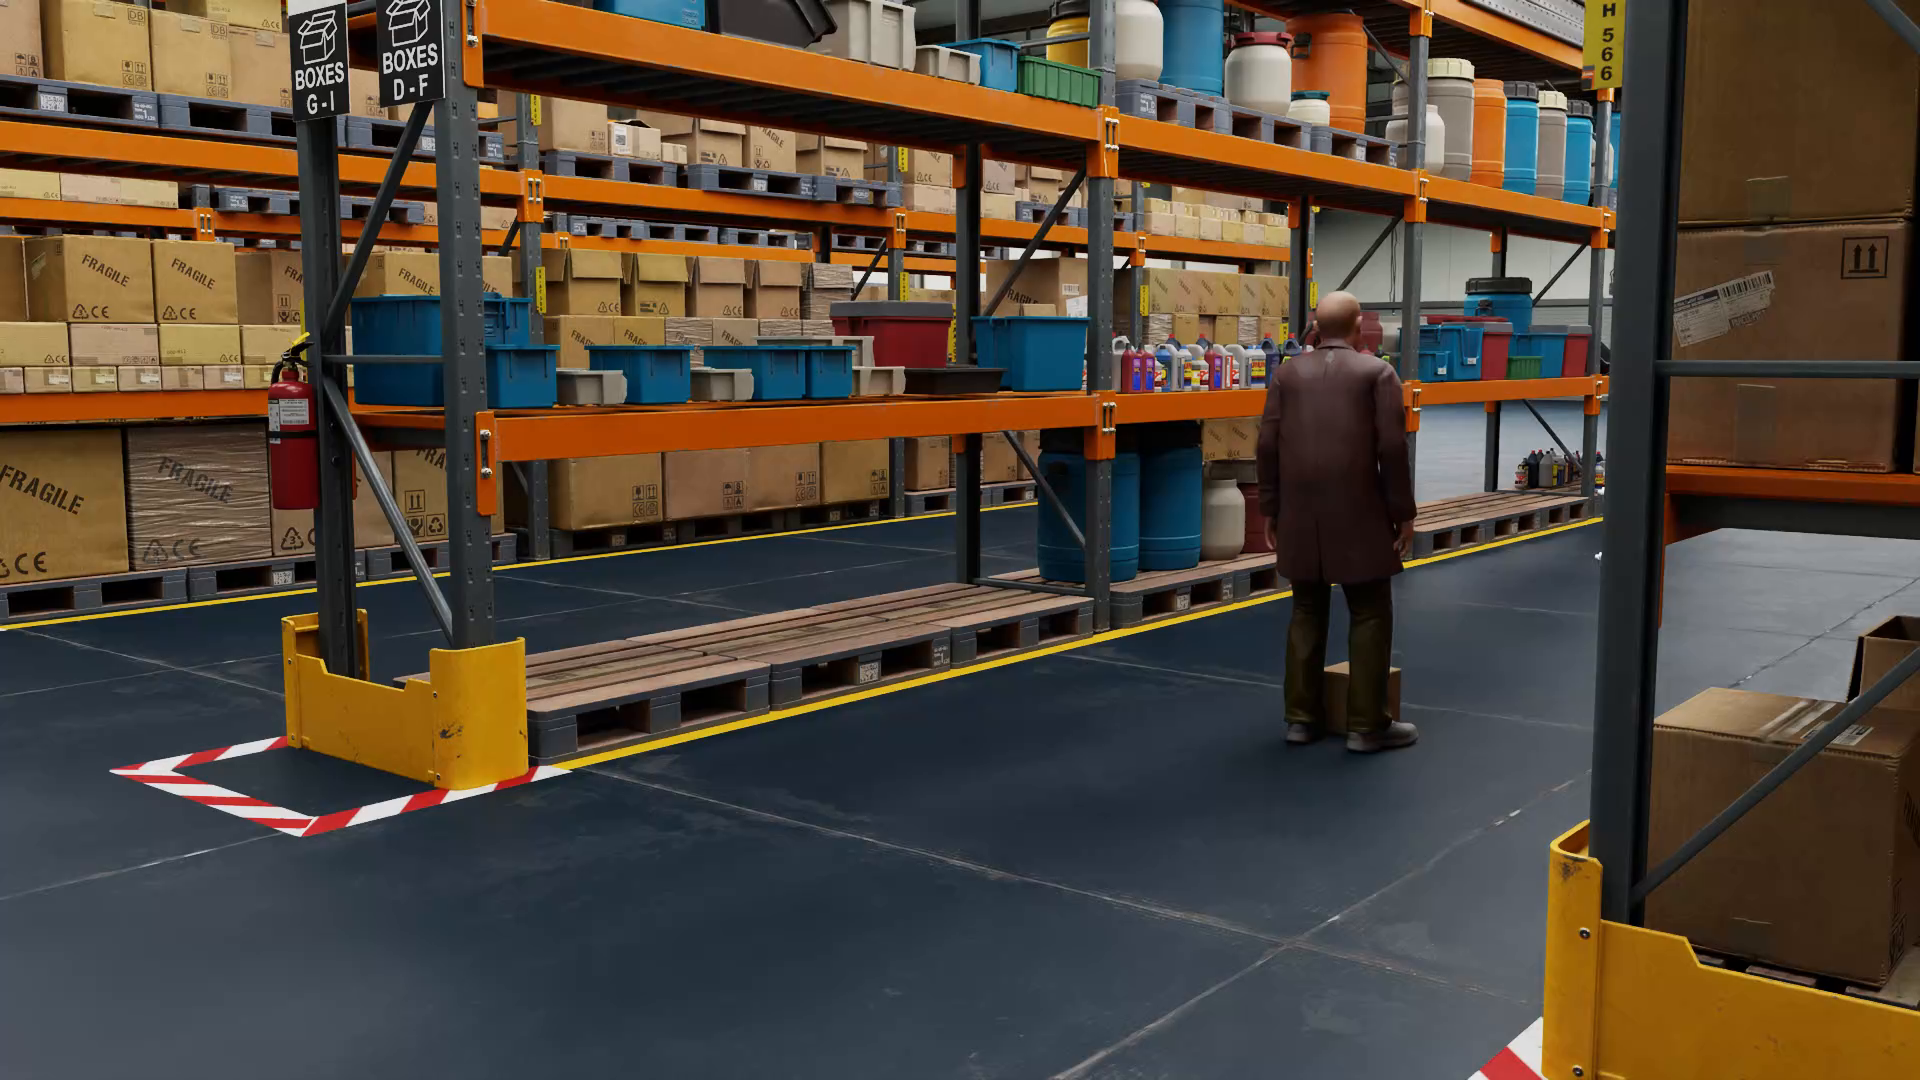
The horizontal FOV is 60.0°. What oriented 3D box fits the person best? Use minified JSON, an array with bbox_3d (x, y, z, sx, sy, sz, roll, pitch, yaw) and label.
[{"bbox_3d":[1.472,-0.083,6.524,0.648,1.772,0.429,5,8,35],"label":"person"}]
